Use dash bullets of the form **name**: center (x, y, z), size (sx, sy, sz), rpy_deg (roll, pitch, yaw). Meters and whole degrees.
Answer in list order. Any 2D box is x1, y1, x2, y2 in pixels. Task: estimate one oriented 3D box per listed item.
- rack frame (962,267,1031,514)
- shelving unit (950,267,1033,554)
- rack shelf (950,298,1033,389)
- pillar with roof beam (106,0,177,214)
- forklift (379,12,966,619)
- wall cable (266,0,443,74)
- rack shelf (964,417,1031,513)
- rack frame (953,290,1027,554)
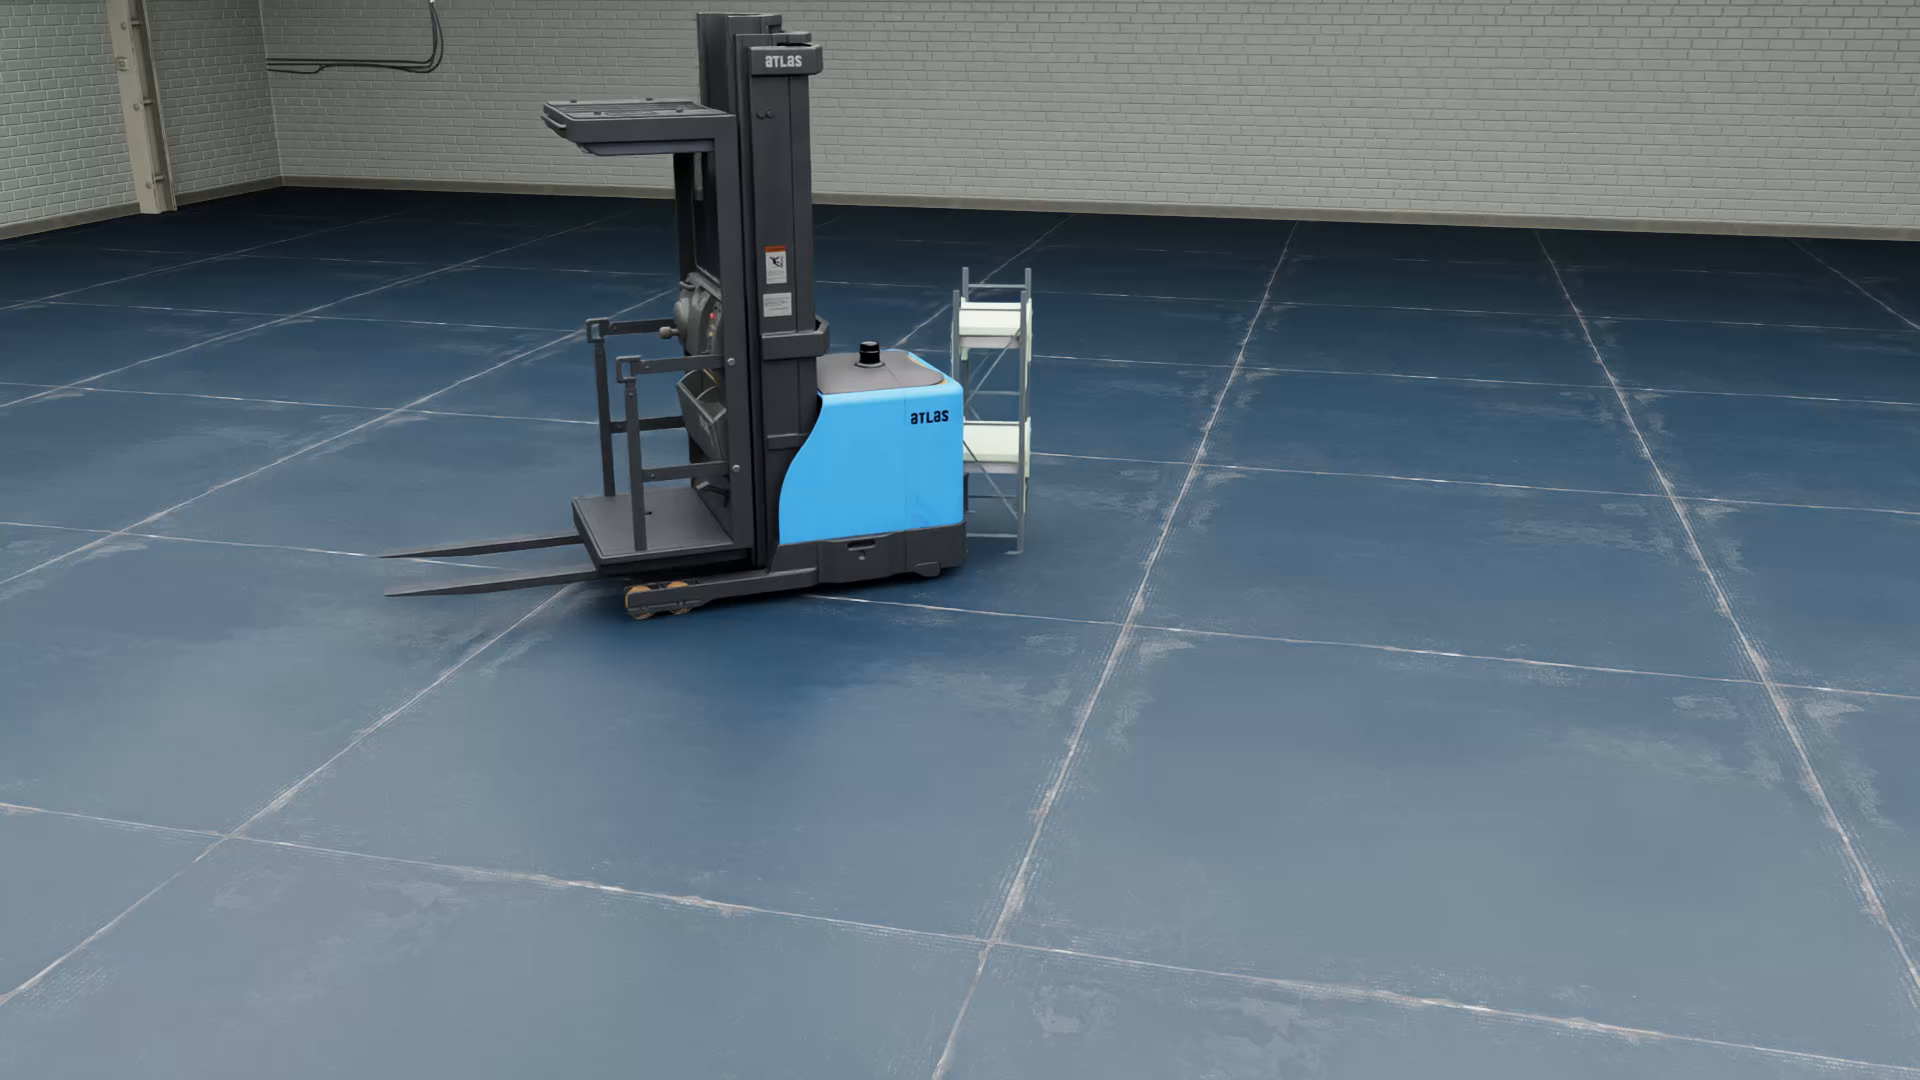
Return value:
- **rack frame**: center (0.214, -0.874, 9.927), size (0.400, 1.500, 0.023), rpy_deg (1, 19, 4)
- **shelving unit**: center (0.188, -0.756, 9.581), size (0.431, 1.500, 0.755), rpy_deg (1, 19, 4)
- **rack shelf**: center (0.188, -1.126, 9.455), size (0.431, 0.370, 0.720), rpy_deg (1, 19, 4)
- **pillar with roof beam**: center (-6.905, -8.458, 20.529), size (9.100, 9.000, 0.400), rpy_deg (5, 19, 13)
- **forklift**: center (-1.539, -1.175, 8.593), size (3.031, 2.935, 1.130), rpy_deg (-7, 20, -19)
- **wall cable**: center (-9.078, -8.148, 24.424), size (3.097, 2.526, 0.112), rpy_deg (5, 19, 13)
- **rack shelf**: center (0.188, -0.448, 9.687), size (0.431, 0.370, 0.720), rpy_deg (1, 19, 4)
- **rack frame**: center (0.161, -0.638, 9.236), size (0.400, 1.500, 0.023), rpy_deg (1, 19, 4)
